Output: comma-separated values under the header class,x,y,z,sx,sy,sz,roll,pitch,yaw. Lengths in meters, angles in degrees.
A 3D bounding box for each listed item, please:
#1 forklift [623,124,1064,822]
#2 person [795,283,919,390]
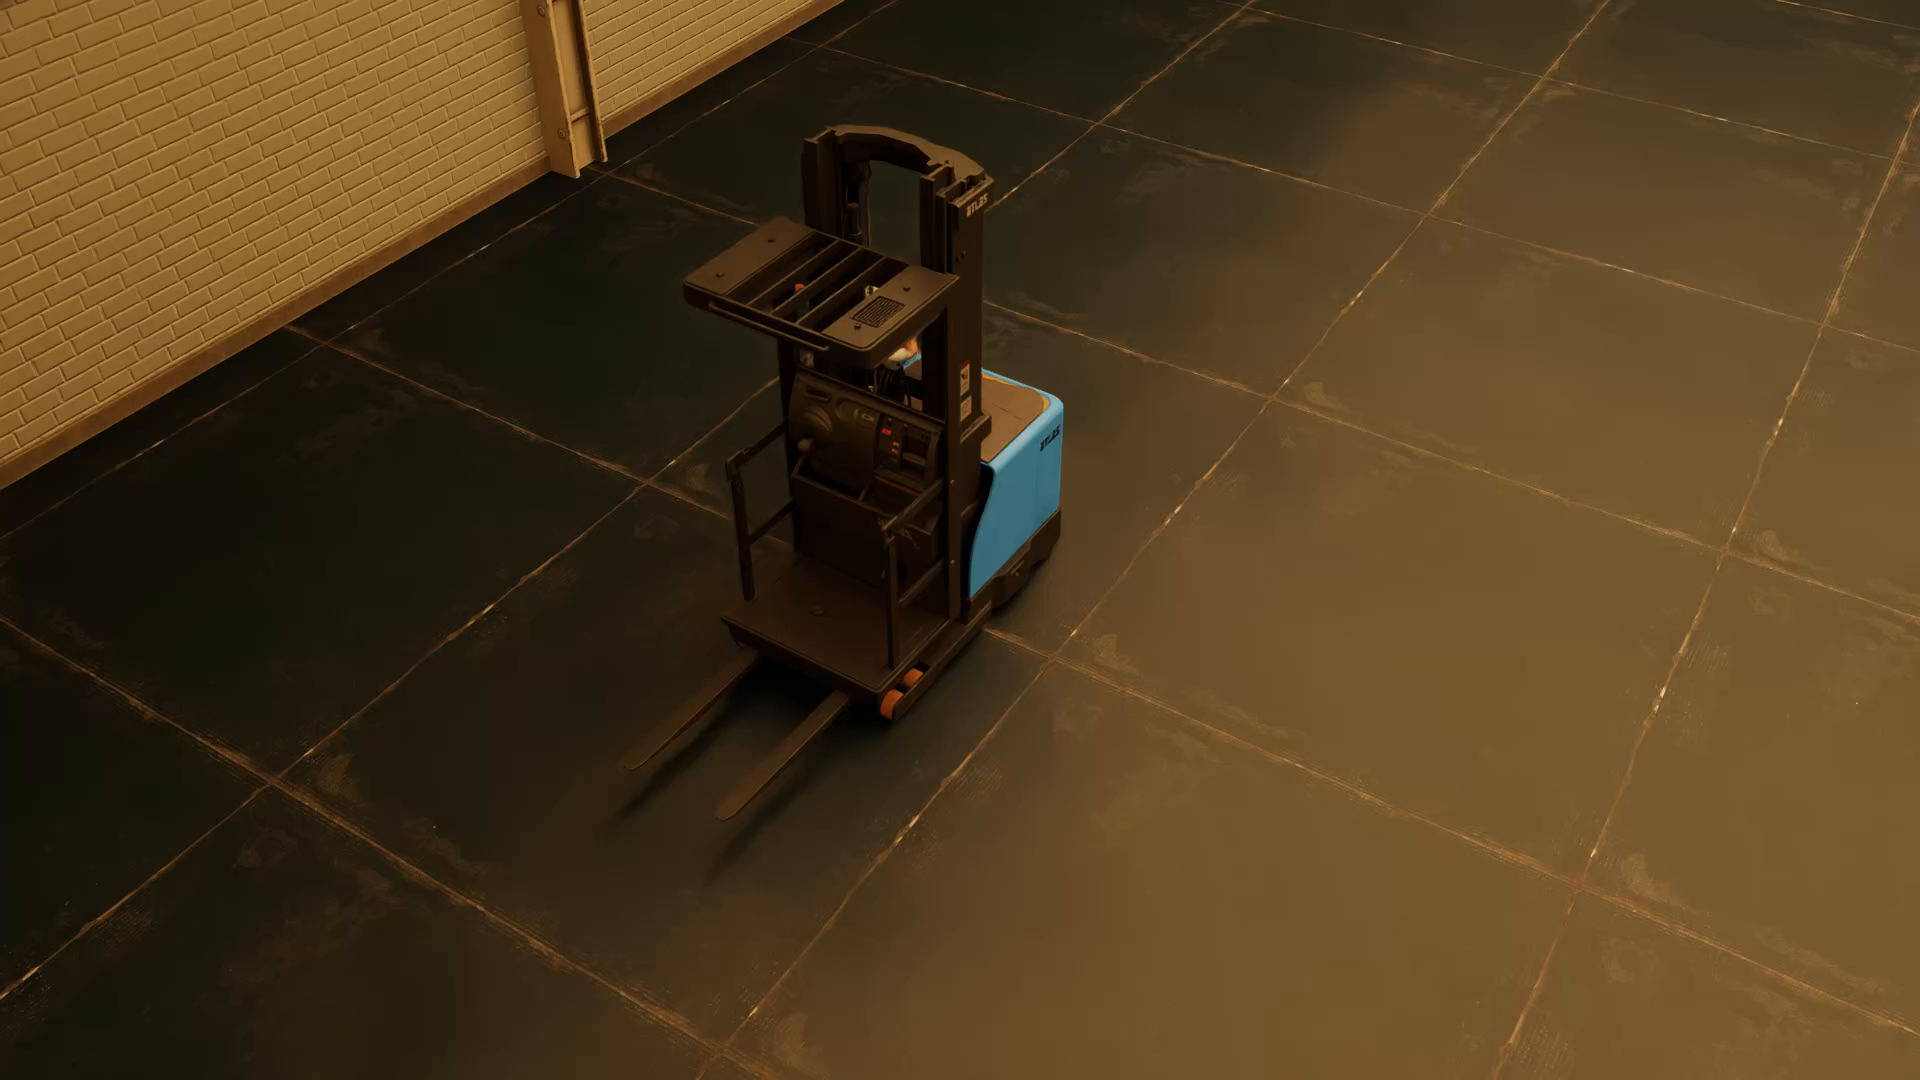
class,x,y,z,sx,sy,sz,roll,pitch,yaw
forklift,-0.619,-0.488,8.543,1.130,2.935,3.031,23,45,25
person,-0.627,-1.078,10.403,0.859,1.422,1.334,-16,43,-18
